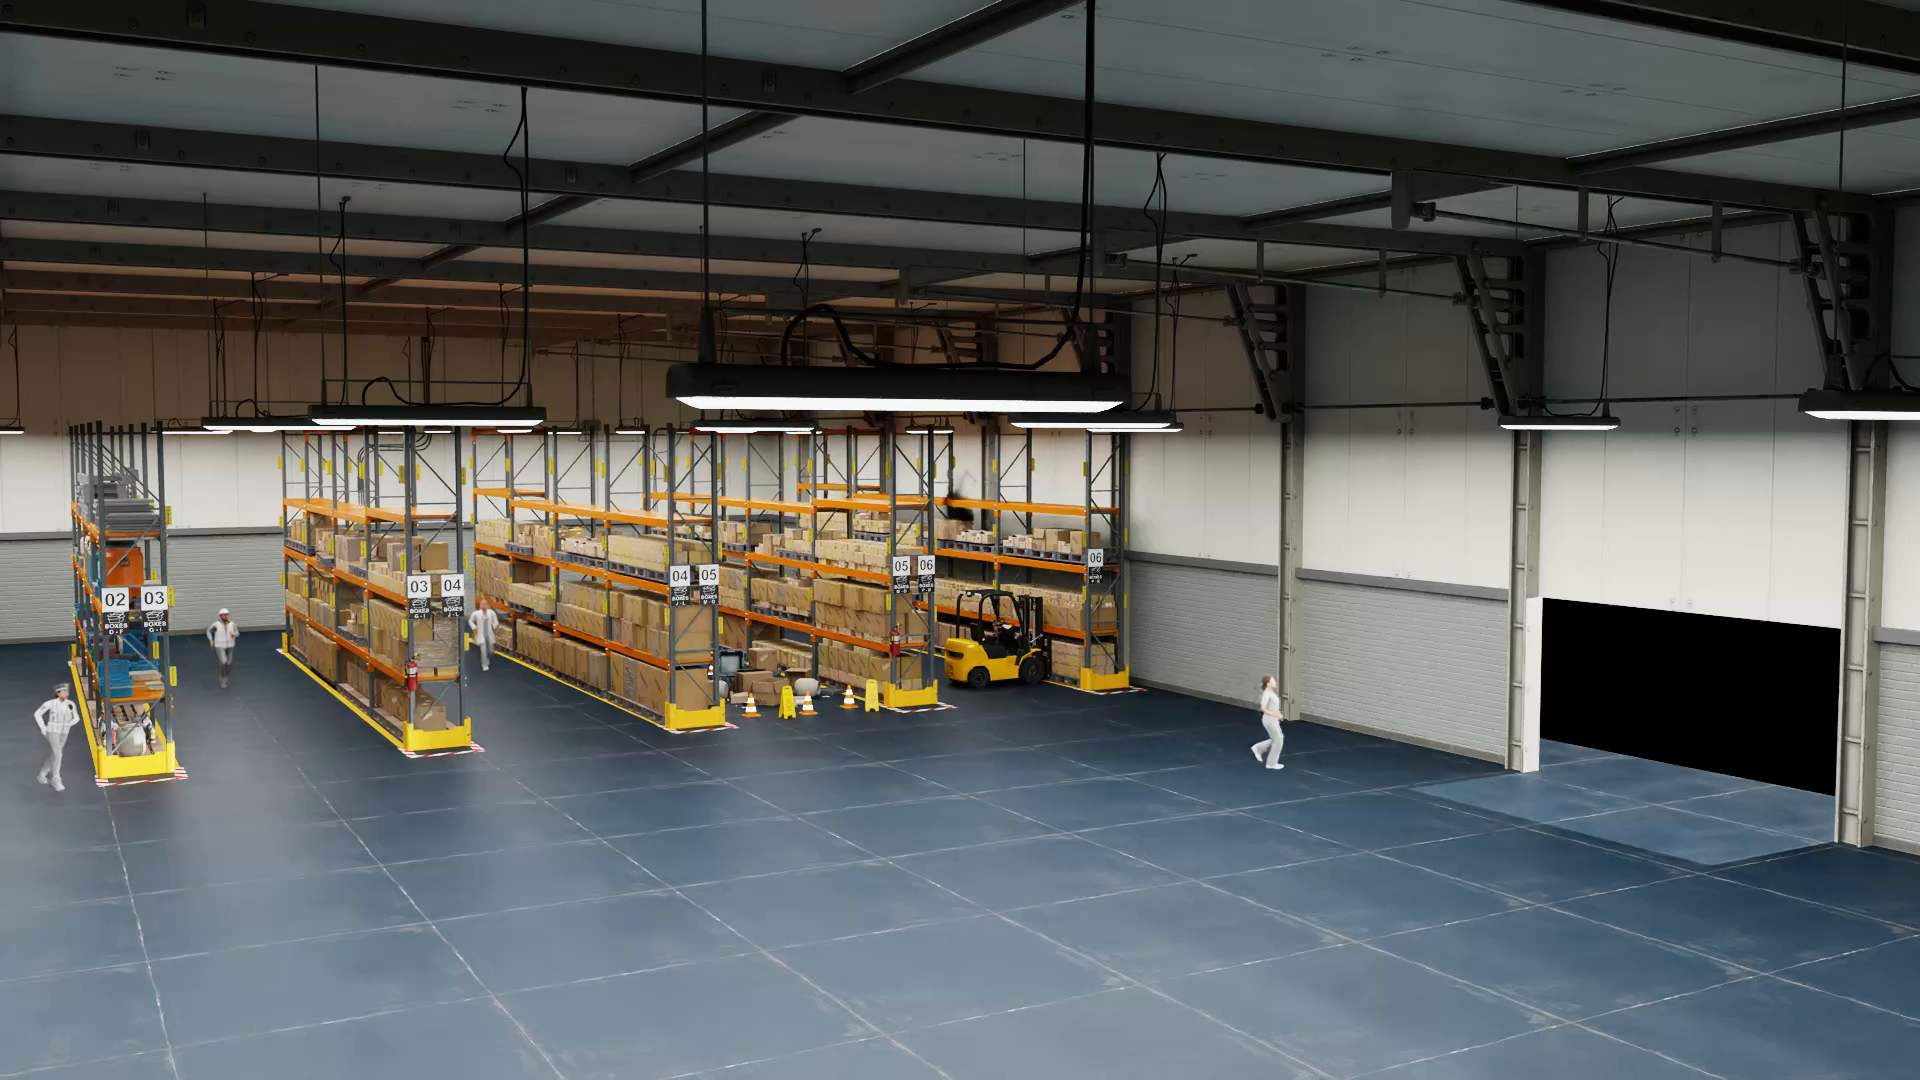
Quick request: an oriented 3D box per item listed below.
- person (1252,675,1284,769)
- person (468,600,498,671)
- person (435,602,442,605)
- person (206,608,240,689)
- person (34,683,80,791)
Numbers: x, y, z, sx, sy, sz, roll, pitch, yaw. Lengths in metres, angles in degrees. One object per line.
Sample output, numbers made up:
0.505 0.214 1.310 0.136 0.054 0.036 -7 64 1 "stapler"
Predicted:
5.318 3.134 28.714 0.593 1.617 0.562 1 4 21 "person"
-11.698 2.332 40.865 0.713 1.730 0.753 -2 4 -27 "person"
-14.840 2.038 46.378 0.641 1.687 0.660 1 4 16 "person"
-16.873 2.485 38.155 0.625 1.834 0.755 -3 5 -44 "person"
-14.781 3.209 27.295 0.725 1.723 0.589 2 4 26 "person"
